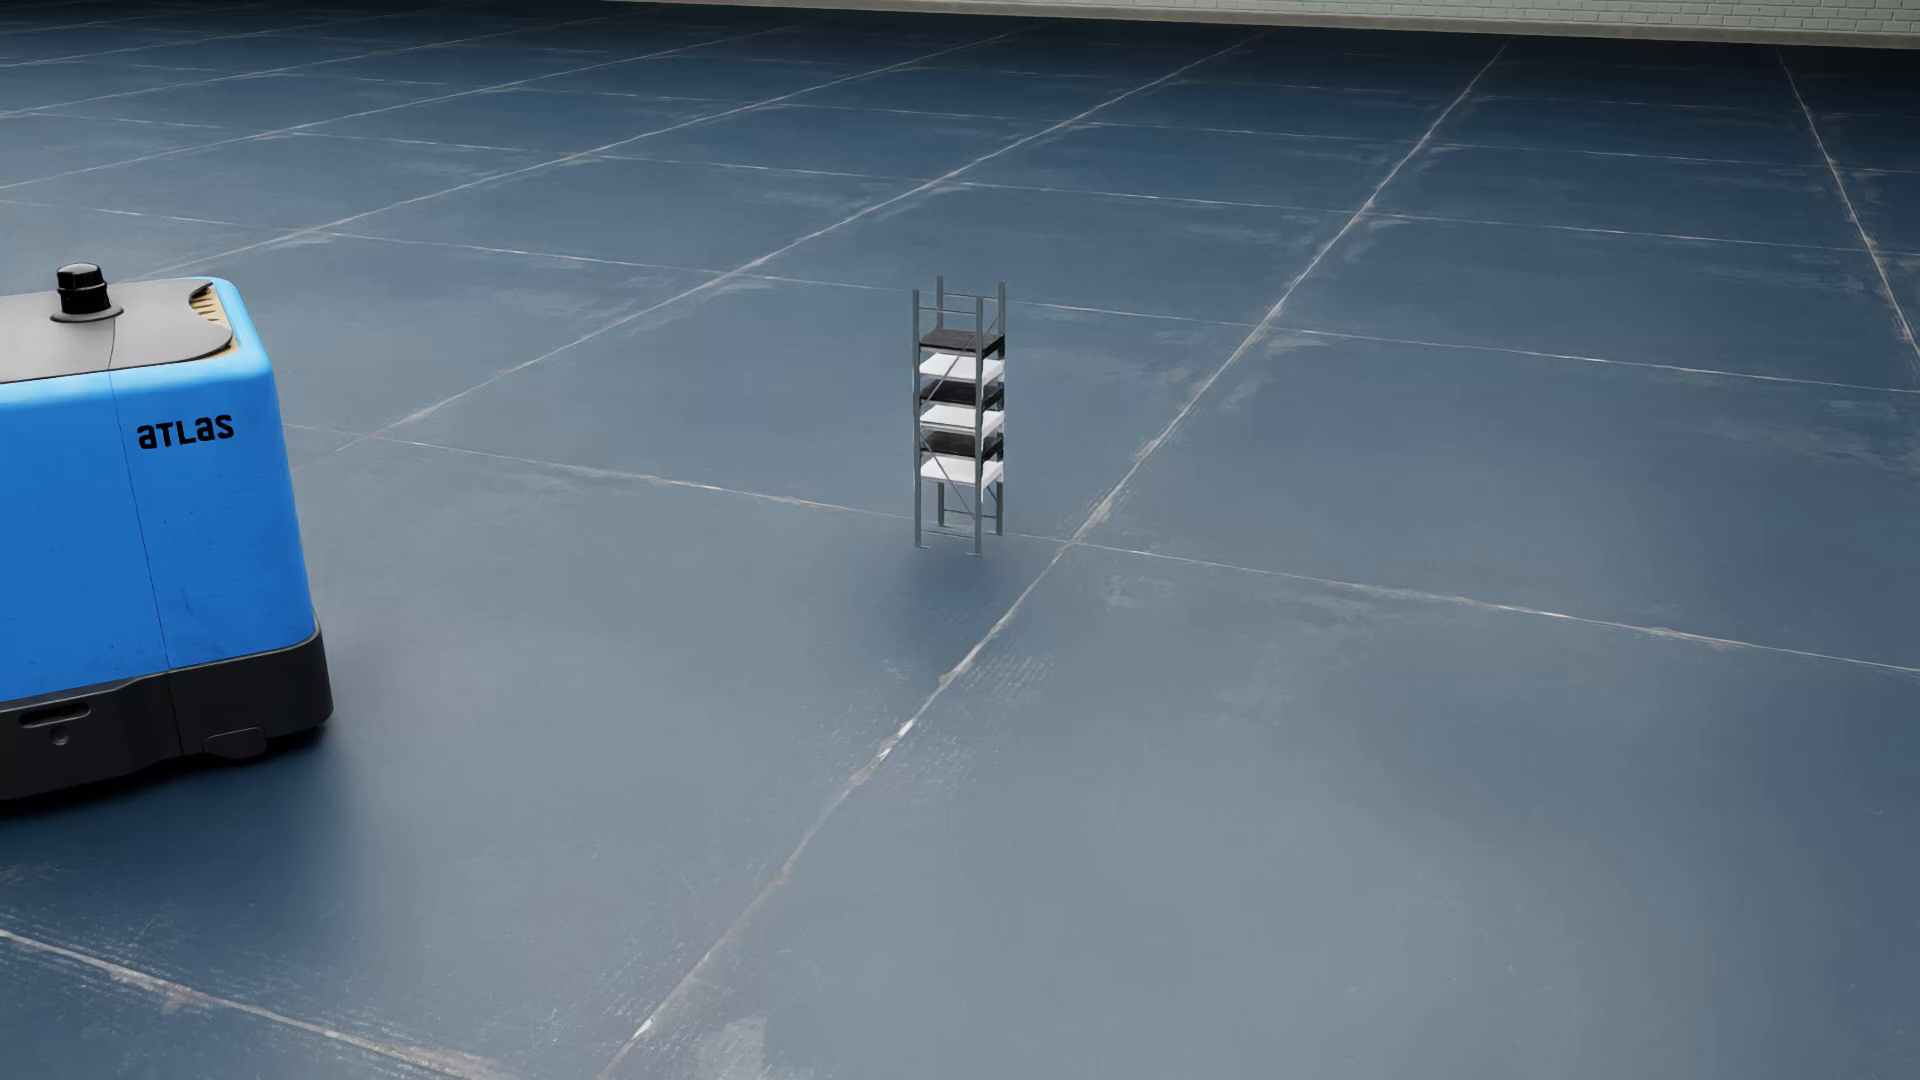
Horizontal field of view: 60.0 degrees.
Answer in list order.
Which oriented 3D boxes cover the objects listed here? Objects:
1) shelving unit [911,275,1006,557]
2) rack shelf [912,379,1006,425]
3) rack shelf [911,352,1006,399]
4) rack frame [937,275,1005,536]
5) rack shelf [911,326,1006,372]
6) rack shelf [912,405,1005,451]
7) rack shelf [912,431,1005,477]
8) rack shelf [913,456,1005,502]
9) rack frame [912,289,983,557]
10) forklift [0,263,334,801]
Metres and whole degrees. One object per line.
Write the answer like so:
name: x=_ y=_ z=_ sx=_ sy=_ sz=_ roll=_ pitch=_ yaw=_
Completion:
shelving unit: x=-0.003 y=-0.412 z=5.570 sx=0.258 sy=0.900 sz=0.210 roll=9 pitch=24 yaw=20
rack shelf: x=-0.003 y=-0.465 z=5.548 sx=0.258 sy=0.077 sz=0.200 roll=9 pitch=24 yaw=20
rack shelf: x=-0.003 y=-0.548 z=5.513 sx=0.258 sy=0.077 sz=0.200 roll=9 pitch=24 yaw=20
rack frame: x=0.035 y=-0.449 z=5.657 sx=0.240 sy=0.900 sz=0.006 roll=9 pitch=24 yaw=20
rack shelf: x=-0.003 y=-0.631 z=5.478 sx=0.258 sy=0.077 sz=0.200 roll=9 pitch=24 yaw=20
rack shelf: x=-0.003 y=-0.382 z=5.582 sx=0.258 sy=0.077 sz=0.200 roll=9 pitch=24 yaw=20
rack shelf: x=-0.003 y=-0.299 z=5.617 sx=0.258 sy=0.077 sz=0.200 roll=9 pitch=24 yaw=20
rack shelf: x=-0.003 y=-0.215 z=5.652 sx=0.258 sy=0.077 sz=0.200 roll=9 pitch=24 yaw=20
rack frame: x=-0.041 y=-0.376 z=5.483 sx=0.240 sy=0.900 sz=0.006 roll=9 pitch=24 yaw=20
forklift: x=-3.230 y=-0.713 z=3.655 sx=3.031 sy=2.935 sz=1.130 roll=-11 pitch=25 yaw=-25
